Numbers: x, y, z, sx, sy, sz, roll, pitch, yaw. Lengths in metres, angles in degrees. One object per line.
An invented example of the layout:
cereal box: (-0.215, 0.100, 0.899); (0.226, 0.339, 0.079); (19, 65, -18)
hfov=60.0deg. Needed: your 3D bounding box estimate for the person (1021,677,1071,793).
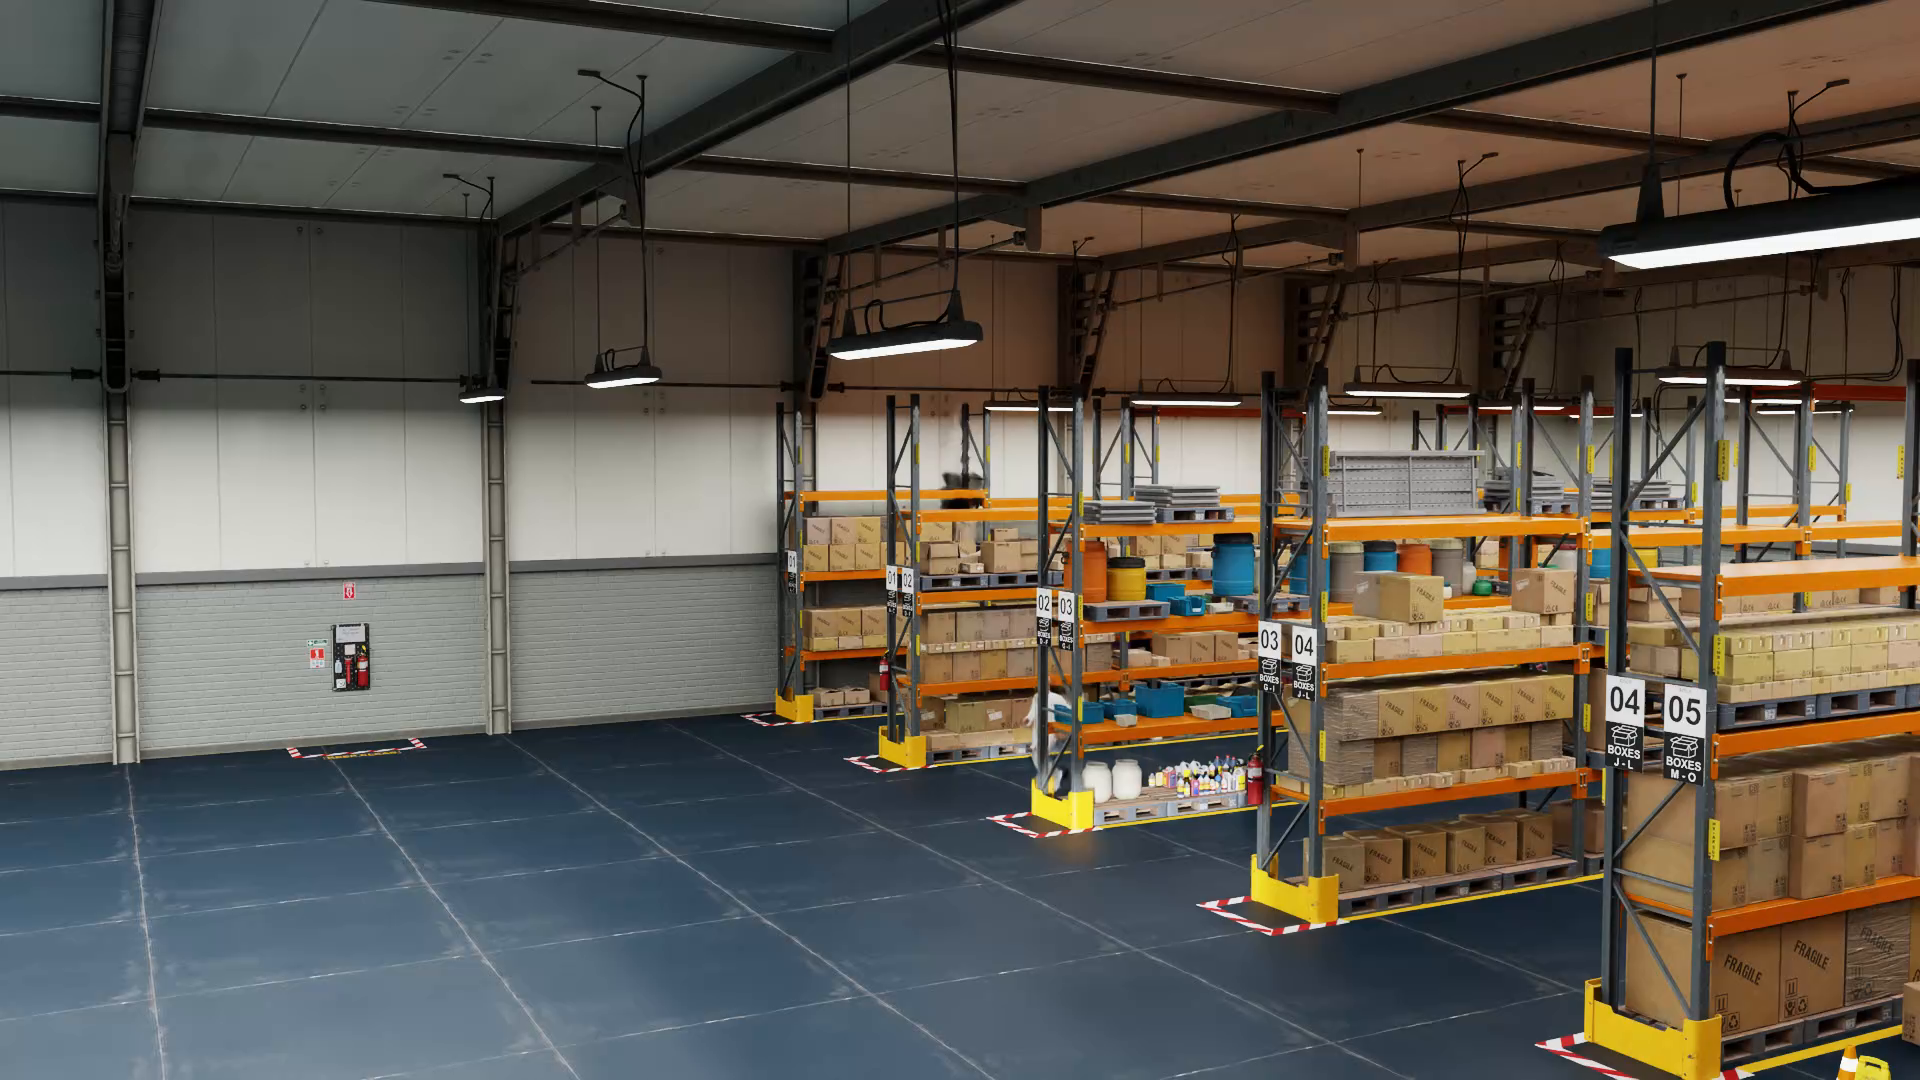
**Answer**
person: (1.235, 2.894, 24.634); (0.672, 1.755, 0.732); (-2, 4, -34)
